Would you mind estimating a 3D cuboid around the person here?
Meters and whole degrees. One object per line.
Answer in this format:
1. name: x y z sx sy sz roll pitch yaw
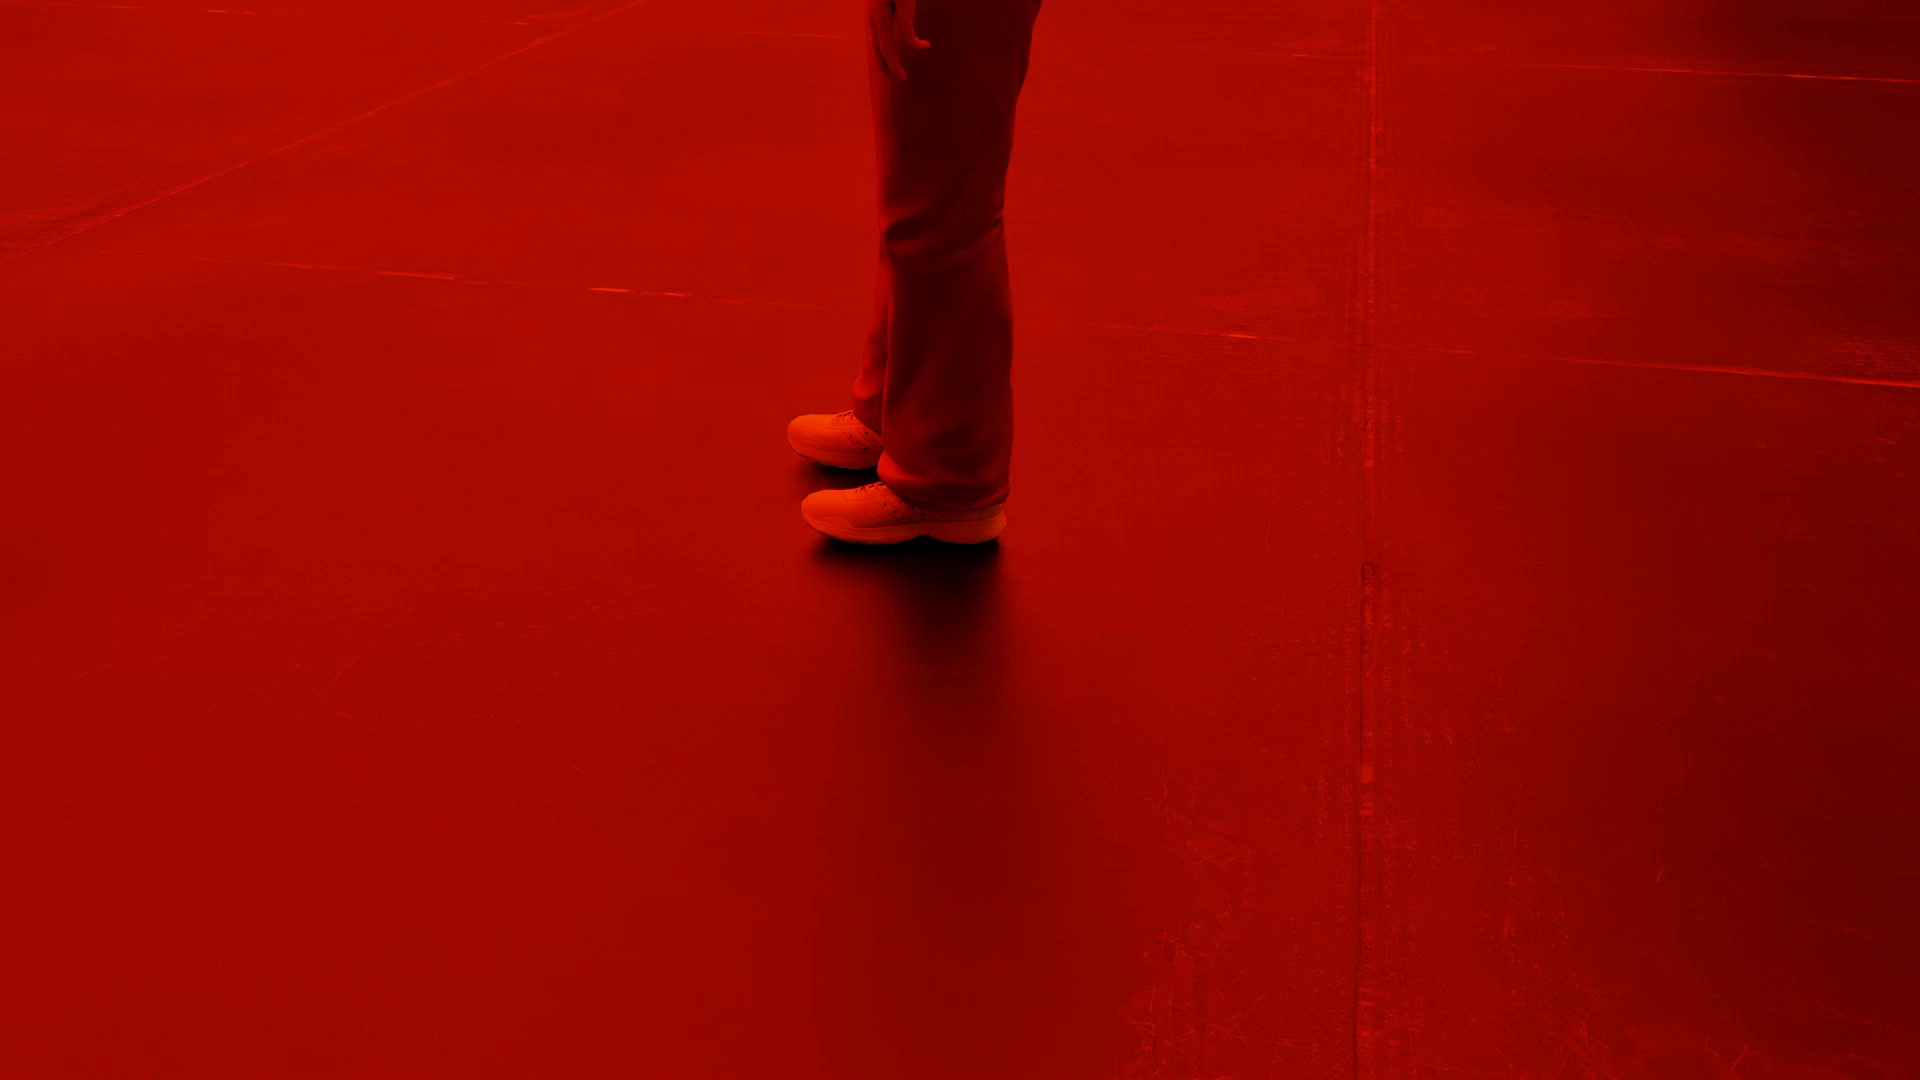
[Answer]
1. person: -0.070 -0.767 2.143 0.548 1.673 0.554 6 27 11
